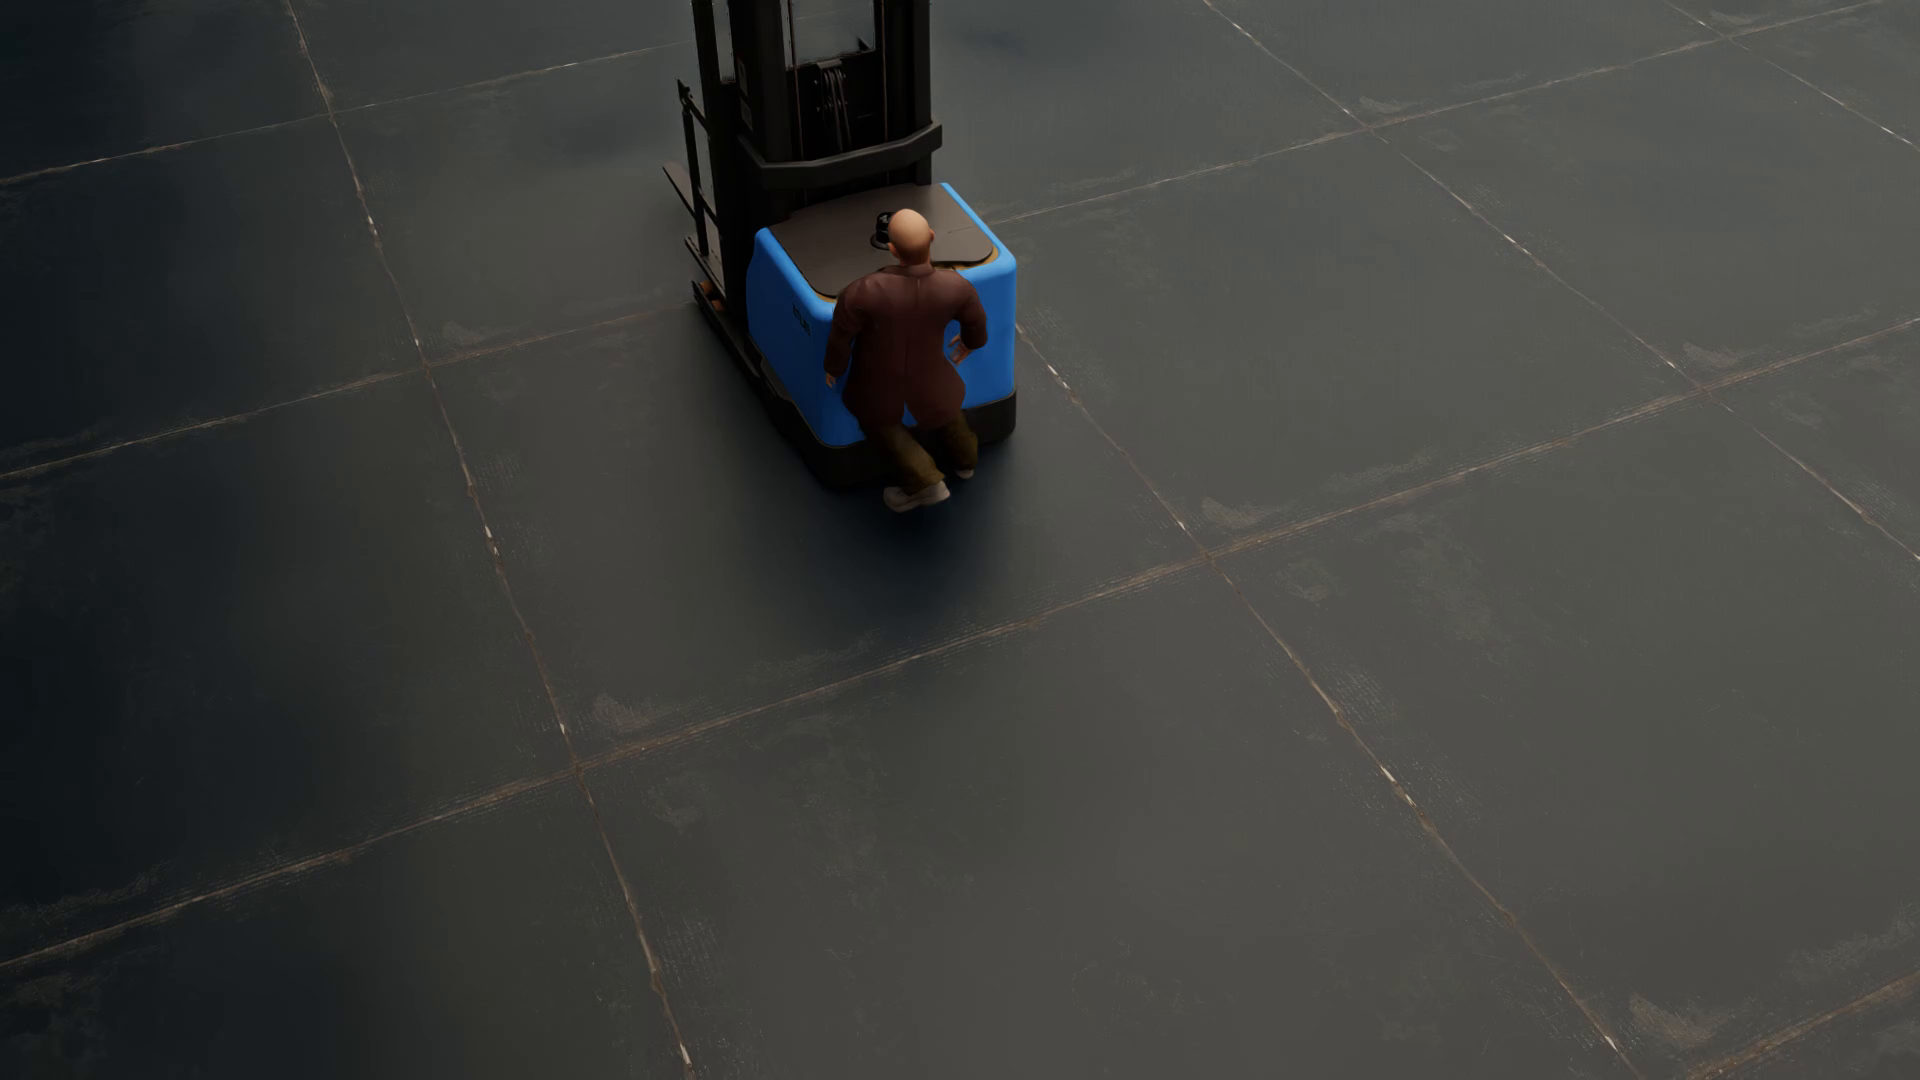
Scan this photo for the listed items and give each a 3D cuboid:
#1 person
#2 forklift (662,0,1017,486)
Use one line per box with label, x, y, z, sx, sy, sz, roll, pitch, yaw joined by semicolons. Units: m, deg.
person;-0.253;-0.864;7.514;0.771;1.693;0.752;-8;44;-9
forklift;-0.816;-2.337;8.185;1.130;2.935;3.031;-18;46;-19
